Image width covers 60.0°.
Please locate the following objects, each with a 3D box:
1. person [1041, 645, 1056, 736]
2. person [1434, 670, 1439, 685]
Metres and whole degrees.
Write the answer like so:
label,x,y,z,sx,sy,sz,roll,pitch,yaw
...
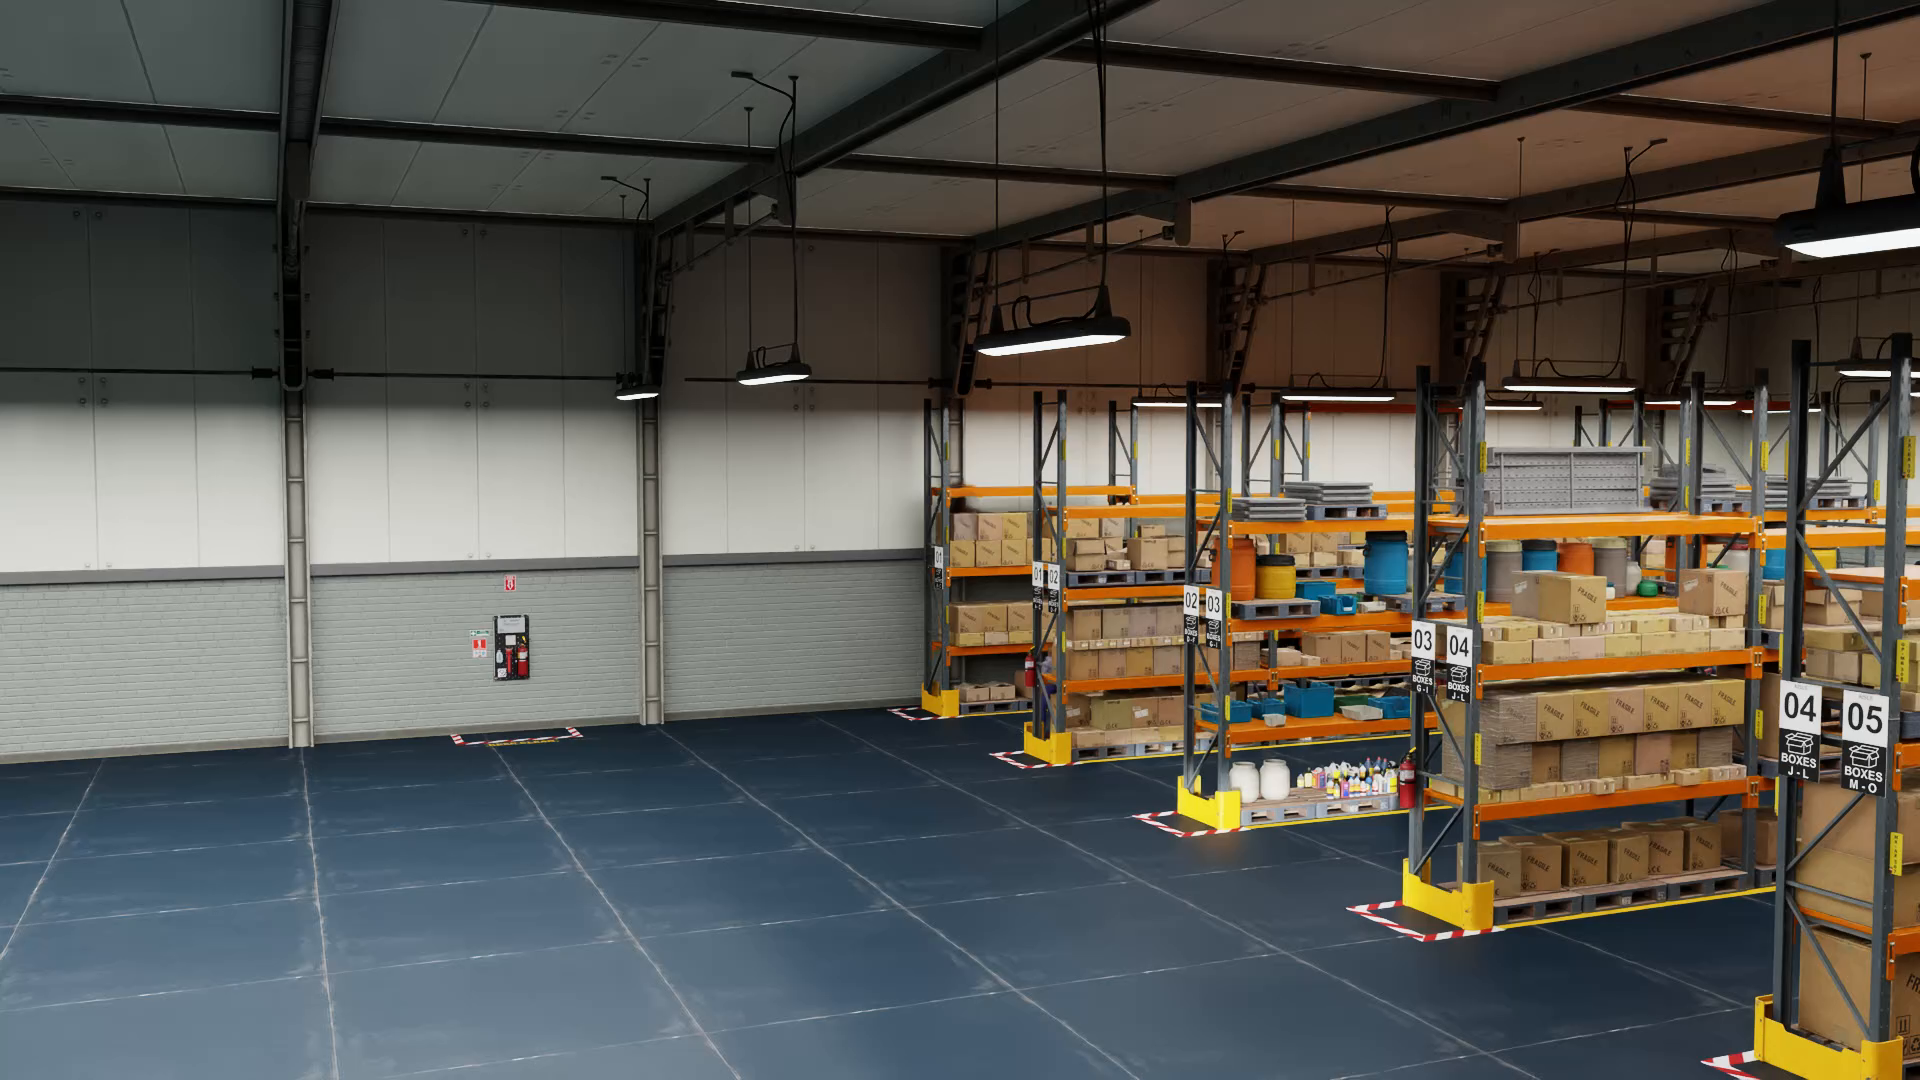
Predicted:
label,x,y,z,sx,sy,sz,roll,pitch,yaw
person,1.494,2.653,29.185,0.536,1.653,0.525,2,4,27
person,9.264,2.339,32.789,1.061,1.718,0.624,-1,4,-23
